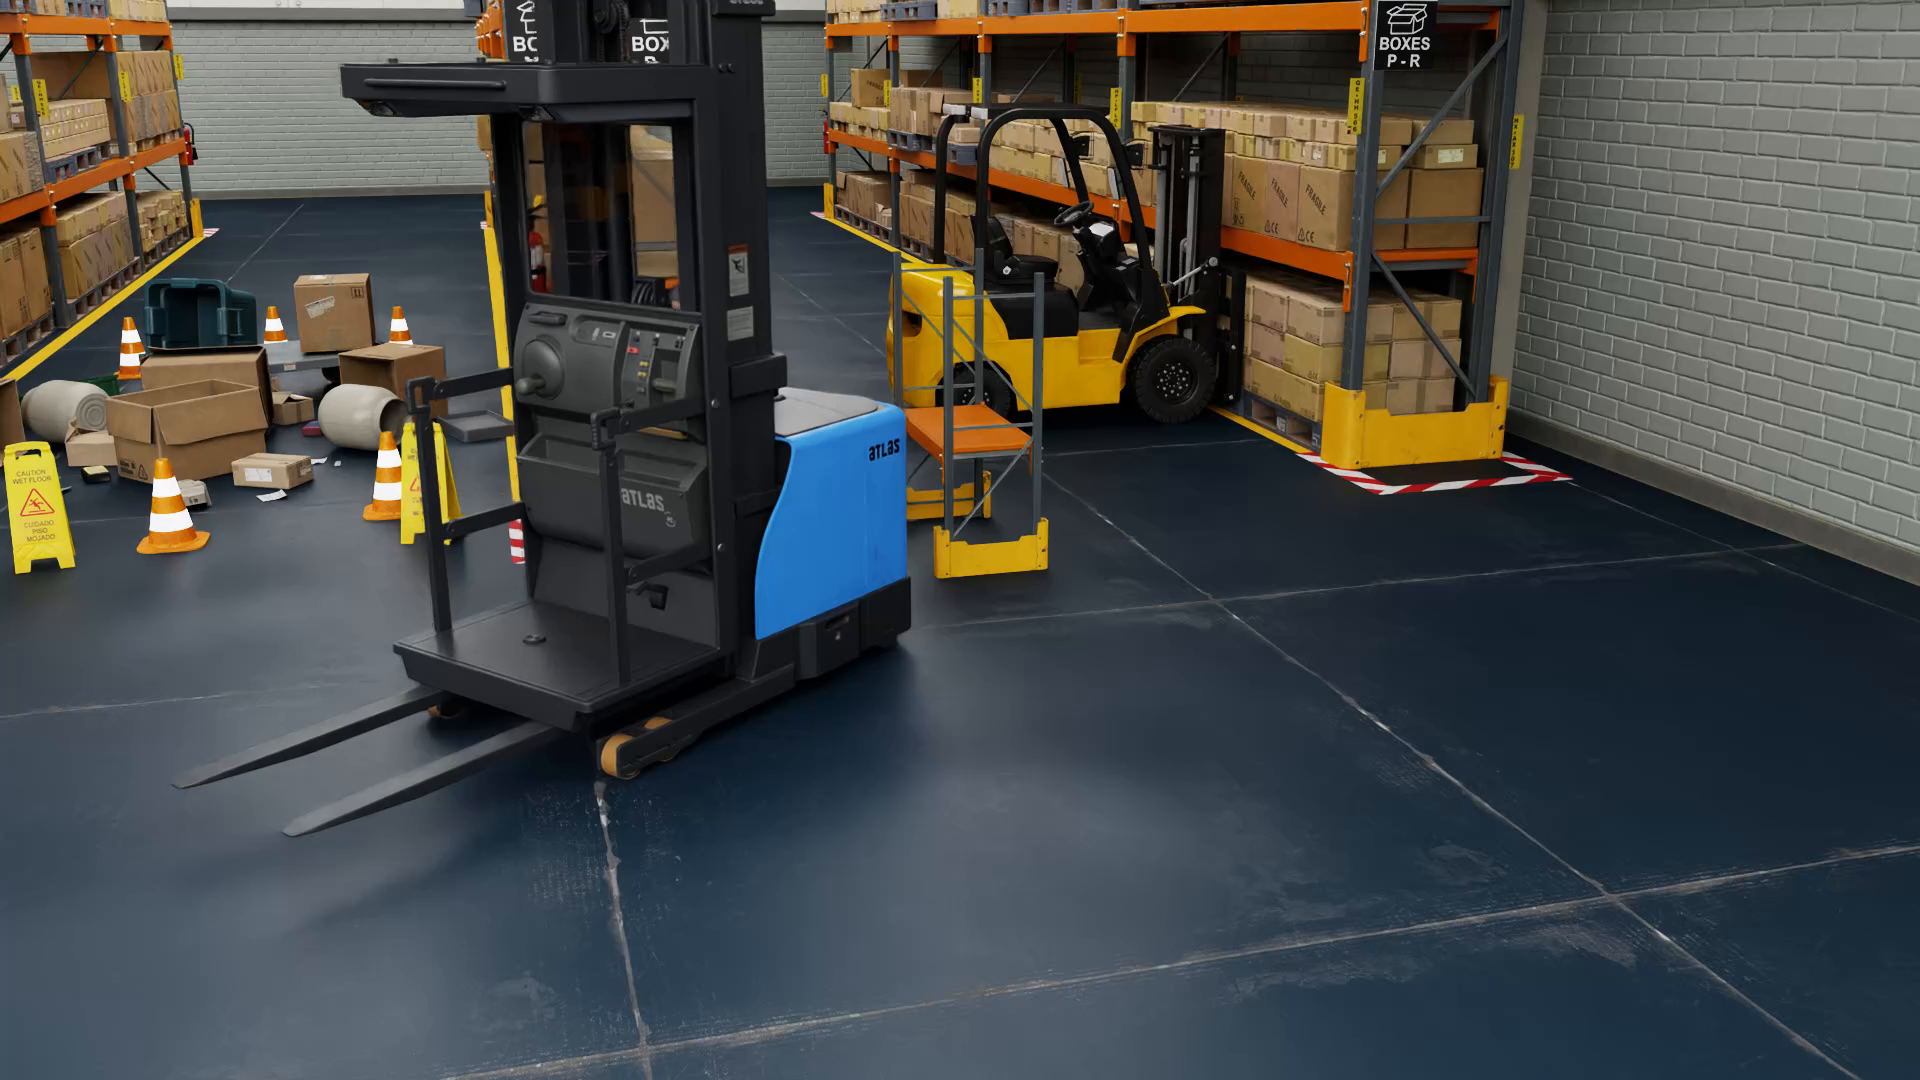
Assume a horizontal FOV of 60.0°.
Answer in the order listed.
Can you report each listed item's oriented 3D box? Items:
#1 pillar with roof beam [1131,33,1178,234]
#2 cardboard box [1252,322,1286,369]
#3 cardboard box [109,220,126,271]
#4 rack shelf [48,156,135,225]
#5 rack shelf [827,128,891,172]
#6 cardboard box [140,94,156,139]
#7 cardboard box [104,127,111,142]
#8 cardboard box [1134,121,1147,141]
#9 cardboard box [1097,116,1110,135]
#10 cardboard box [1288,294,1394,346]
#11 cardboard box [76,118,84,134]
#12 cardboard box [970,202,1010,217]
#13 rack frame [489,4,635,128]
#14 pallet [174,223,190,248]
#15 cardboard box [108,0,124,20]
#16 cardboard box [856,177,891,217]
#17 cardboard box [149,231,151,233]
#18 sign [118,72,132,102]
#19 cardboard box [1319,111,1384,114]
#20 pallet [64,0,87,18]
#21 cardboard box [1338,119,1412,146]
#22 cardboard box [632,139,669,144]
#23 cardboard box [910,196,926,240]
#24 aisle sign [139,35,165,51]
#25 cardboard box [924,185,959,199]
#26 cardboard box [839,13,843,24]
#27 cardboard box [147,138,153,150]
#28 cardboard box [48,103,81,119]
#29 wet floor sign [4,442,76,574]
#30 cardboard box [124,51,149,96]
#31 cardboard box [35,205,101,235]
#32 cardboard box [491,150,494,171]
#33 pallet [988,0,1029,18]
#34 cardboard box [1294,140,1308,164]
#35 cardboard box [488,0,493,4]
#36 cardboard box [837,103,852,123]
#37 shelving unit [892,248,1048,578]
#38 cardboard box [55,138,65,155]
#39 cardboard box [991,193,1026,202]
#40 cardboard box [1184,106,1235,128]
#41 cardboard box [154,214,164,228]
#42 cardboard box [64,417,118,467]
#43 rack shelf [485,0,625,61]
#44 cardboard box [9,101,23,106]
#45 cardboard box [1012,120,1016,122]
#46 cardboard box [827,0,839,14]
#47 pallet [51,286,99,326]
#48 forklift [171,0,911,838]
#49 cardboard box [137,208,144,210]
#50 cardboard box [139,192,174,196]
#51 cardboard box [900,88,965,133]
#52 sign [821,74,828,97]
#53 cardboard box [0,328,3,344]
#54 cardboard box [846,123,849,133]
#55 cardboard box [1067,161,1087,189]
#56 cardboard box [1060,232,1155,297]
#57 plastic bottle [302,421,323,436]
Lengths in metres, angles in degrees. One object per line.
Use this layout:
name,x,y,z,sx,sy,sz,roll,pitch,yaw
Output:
pillar with roof beam,-2.208,-6.431,14.720,9.100,9.000,0.400,-5,17,-15
cardboard box,2.343,-1.348,11.407,0.500,0.250,0.500,-5,17,-16
cardboard box,-9.310,-3.159,17.869,0.500,0.500,0.500,-5,17,-17
rack shelf,-9.347,-3.584,16.919,1.077,0.370,4.000,-5,17,-15
rack shelf,-0.943,-5.503,23.308,1.077,0.370,4.000,-5,17,-15
cardboard box,-10.037,-5.107,20.049,0.500,0.500,0.500,-5,17,-16
cardboard box,-9.597,-4.468,18.319,0.380,0.149,0.250,-5,17,-17
cardboard box,1.640,-3.331,13.526,0.380,0.149,0.250,-5,17,-16
cardboard box,1.409,-3.587,14.378,0.380,0.149,0.250,-5,17,-16
cardboard box,2.478,-1.441,10.846,0.500,0.250,0.500,-4,17,-13
cardboard box,-9.232,-4.246,17.063,0.380,0.149,0.250,-5,17,-15
cardboard box,0.327,-3.619,18.274,0.380,0.149,0.250,-6,18,-18
rack frame,-2.966,-2.688,12.686,1.000,3.000,0.127,-5,17,-15
pallet,-10.786,-4.004,21.914,1.003,0.211,1.213,-5,17,-15
cardboard box,-9.770,-5.995,18.743,0.500,0.250,0.500,-4,17,-12
cardboard box,-1.169,-4.834,23.447,0.500,0.500,0.500,-4,17,-14
cardboard box,-9.997,-3.648,20.108,0.380,0.149,0.250,-5,17,-16
sign,-9.364,-5.081,18.640,0.100,0.325,0.005,-5,17,-15
cardboard box,2.764,-2.954,11.753,0.380,0.149,0.250,-5,17,-17
pallet,-9.541,-5.362,16.702,1.213,0.211,1.003,-5,17,-15
cardboard box,2.603,-2.558,10.437,0.380,0.149,0.250,-5,17,-15
cardboard box,-2.165,-2.349,10.866,0.500,0.500,0.500,-5,17,-16
cardboard box,-0.321,-4.000,20.670,0.500,0.500,0.500,-5,17,-16
aisle sign,-10.727,-6.877,22.113,0.394,0.787,0.004,-5,17,-15
cardboard box,-0.230,-4.273,20.452,0.380,0.149,0.250,-5,17,-16
cardboard box,-1.508,-7.391,23.564,0.380,0.149,0.250,-4,17,-14
cardboard box,-10.068,-4.826,20.240,0.380,0.149,0.250,-4,17,-13
cardboard box,-9.241,-4.391,17.029,0.380,0.149,0.250,-6,18,-18
wet floor sign,-4.687,-0.183,8.440,0.267,0.644,0.232,-8,18,-25
cardboard box,-10.052,-5.579,19.881,0.500,0.500,0.500,-4,17,-14
cardboard box,-9.017,-3.226,16.790,0.500,0.250,0.500,-5,17,-15
cardboard box,-4.454,-3.842,16.789,0.500,0.250,0.500,-5,18,-17
pallet,0.978,-5.353,16.674,1.213,0.211,1.003,-4,17,-13
cardboard box,2.429,-2.552,10.933,0.380,0.149,0.250,-4,17,-14
cardboard box,-2.847,-3.535,10.729,0.380,0.149,0.250,-5,17,-16
cardboard box,-1.488,-6.185,24.072,0.500,0.250,0.500,-5,17,-15
shelving unit,0.021,-0.697,8.666,0.587,1.500,1.083,-5,17,-15
cardboard box,-8.950,-3.819,16.158,0.380,0.149,0.250,-4,17,-13
cardboard box,0.566,-3.960,19.410,0.380,0.149,0.250,-5,17,-16
cardboard box,1.914,-3.187,12.529,0.380,0.149,0.250,-5,17,-16
cardboard box,-10.079,-3.940,20.564,0.380,0.149,0.250,-5,17,-16
cardboard box,-5.455,-0.629,10.586,0.396,0.266,0.258,-2,17,-6
rack shelf,-2.417,-3.227,10.517,1.077,0.370,4.000,-5,17,-15
cardboard box,-10.080,-4.554,17.572,0.380,0.149,0.250,-5,17,-15
cardboard box,0.680,-4.292,16.725,0.380,0.149,0.250,-4,17,-14
cardboard box,-1.634,-7.764,24.113,0.500,0.250,0.500,-5,17,-16
pallet,-9.011,-2.256,16.095,1.003,0.211,1.213,-5,17,-15
forklift,-1.471,-0.687,6.146,1.130,2.935,3.031,11,20,33
cardboard box,-9.928,-3.861,19.782,0.380,0.149,0.250,-5,17,-16
cardboard box,-10.593,-4.508,21.937,0.380,0.149,0.250,-4,17,-14
cardboard box,-0.333,-5.249,20.307,0.700,0.500,0.500,-5,17,-15
sign,-2.014,-6.772,24.779,0.100,0.325,0.005,-5,17,-15
cardboard box,-8.217,-1.824,12.991,1.050,0.750,0.750,-5,17,-15
cardboard box,-1.436,-5.956,24.004,0.380,0.149,0.250,-4,17,-14
cardboard box,1.272,-3.267,14.874,0.500,0.250,0.500,-5,17,-16
cardboard box,1.445,-2.504,15.472,0.875,0.625,0.625,-5,17,-16
plastic bottle,-4.415,-0.775,11.427,0.133,0.061,0.283,-2,17,-6
